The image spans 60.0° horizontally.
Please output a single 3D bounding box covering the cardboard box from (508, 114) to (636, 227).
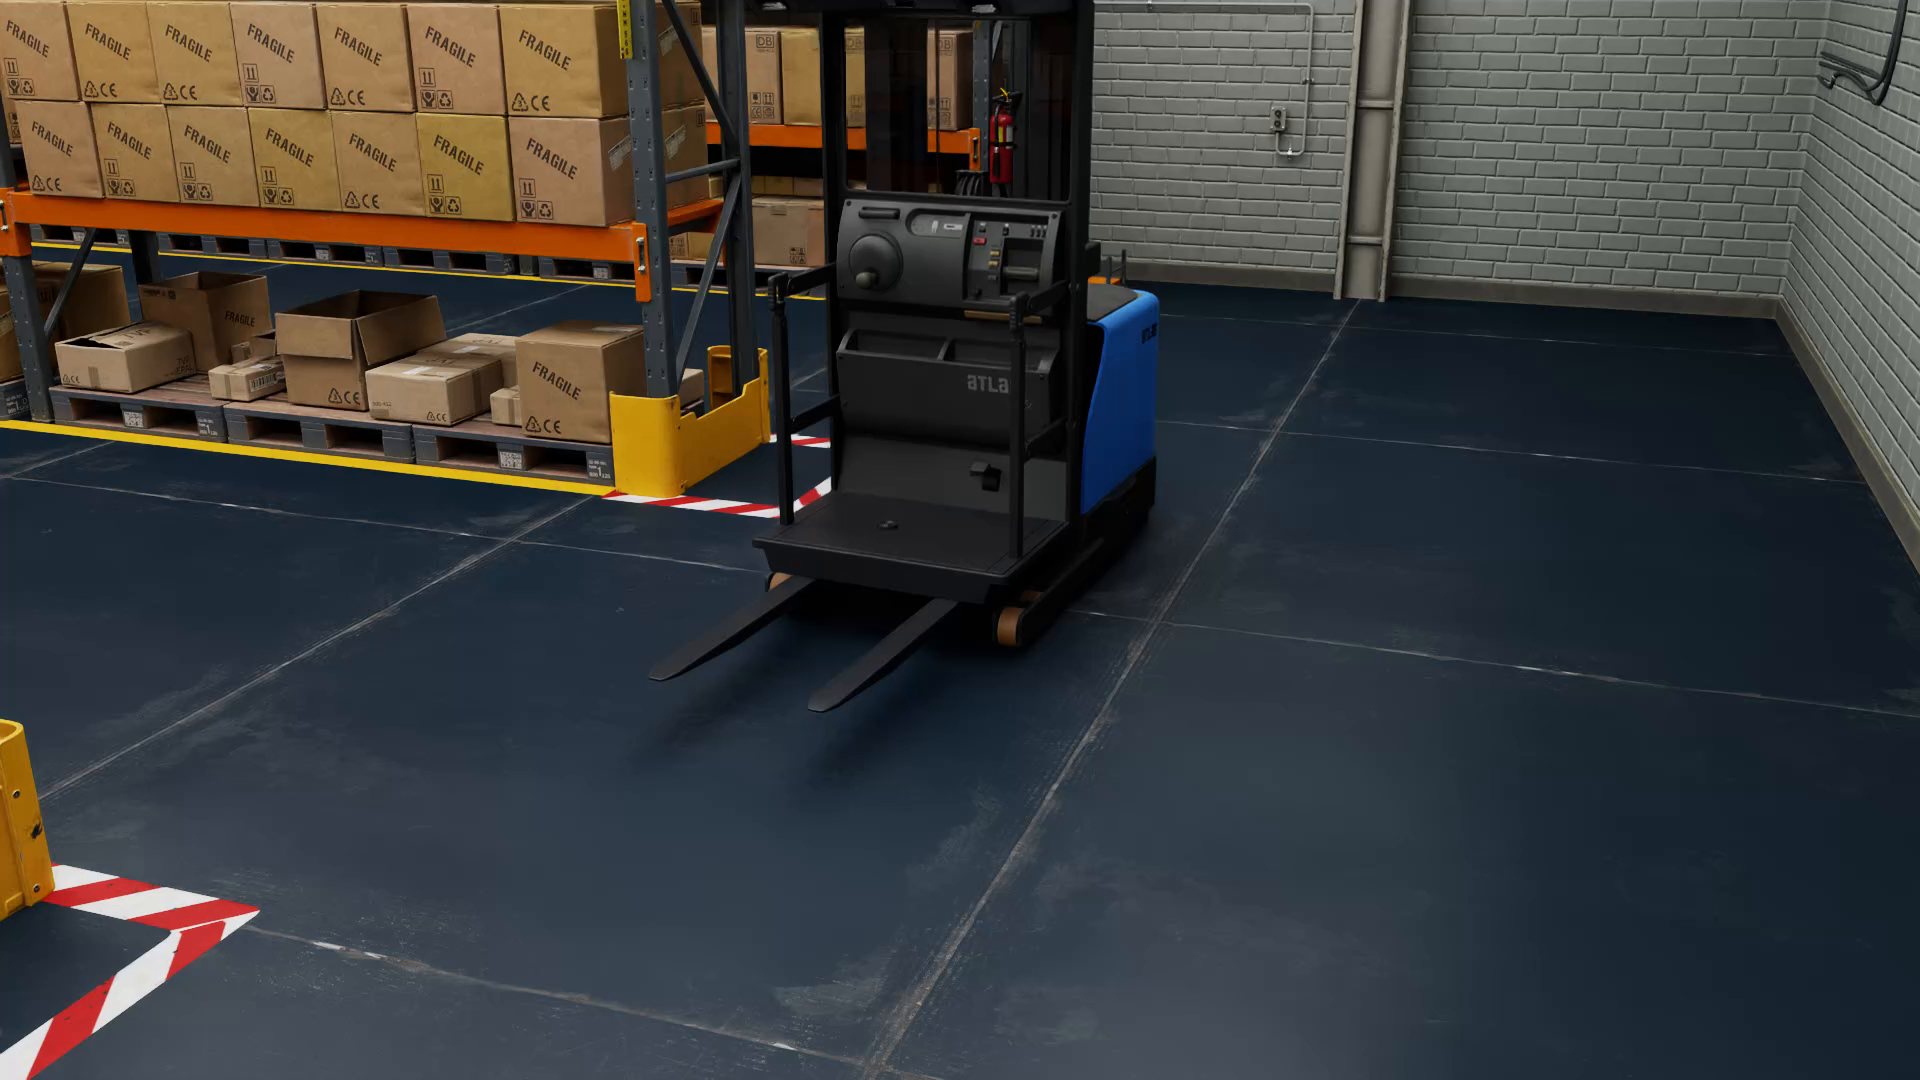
[{"bbox_3d":[-1.819,-1.818,8.083,0.500,0.500,0.500,7,20,20],"label":"cardboard box"}]

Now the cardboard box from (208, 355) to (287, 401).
[{"bbox_3d":[-3.939,-0.906,9.254,0.250,0.166,0.380,7,20,18],"label":"cardboard box"}]

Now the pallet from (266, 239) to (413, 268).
[{"bbox_3d":[-5.373,-2.654,14.870,1.213,0.211,1.003,7,20,18],"label":"pallet"}]

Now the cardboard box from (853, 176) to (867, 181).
[{"bbox_3d":[-0.673,-2.820,13.282,0.250,0.149,0.380,7,20,18],"label":"cardboard box"}]

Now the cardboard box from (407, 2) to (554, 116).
[{"bbox_3d":[-2.294,-2.343,8.070,0.500,0.500,0.500,7,20,20],"label":"cardboard box"}]

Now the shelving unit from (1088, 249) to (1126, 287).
[{"bbox_3d":[0.512,-0.811,8.080,0.503,1.200,0.258,8,21,22],"label":"shelving unit"}]

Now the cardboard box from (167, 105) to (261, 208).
[{"bbox_3d":[-3.736,-2.037,8.712,0.500,0.500,0.500,6,20,18],"label":"cardboard box"}]

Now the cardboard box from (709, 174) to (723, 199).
[{"bbox_3d":[-2.033,-2.841,13.344,0.250,0.149,0.380,6,20,17],"label":"cardboard box"}]

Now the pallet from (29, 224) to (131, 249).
[{"bbox_3d":[-7.979,-2.980,15.804,1.213,0.211,1.003,7,20,18],"label":"pallet"}]

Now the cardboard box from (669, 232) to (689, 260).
[{"bbox_3d":[-2.316,-2.630,13.723,0.500,0.500,0.700,6,20,18],"label":"cardboard box"}]

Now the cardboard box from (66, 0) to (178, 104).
[{"bbox_3d":[-4.244,-2.564,8.705,0.500,0.500,0.500,6,20,16],"label":"cardboard box"}]

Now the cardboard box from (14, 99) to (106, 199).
[{"bbox_3d":[-4.693,-2.147,9.025,0.500,0.500,0.500,7,20,19],"label":"cardboard box"}]

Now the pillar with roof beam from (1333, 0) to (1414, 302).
[{"bbox_3d":[1.737,-4.819,7.730,0.400,9.000,9.100,7,20,18],"label":"pillar with roof beam"}]

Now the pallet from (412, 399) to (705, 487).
[{"bbox_3d":[-2.131,-0.584,8.932,1.213,0.211,1.003,7,20,18],"label":"pallet"}]

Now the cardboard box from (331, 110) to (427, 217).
[{"bbox_3d":[-2.779,-1.929,8.400,0.500,0.500,0.500,7,20,18],"label":"cardboard box"}]

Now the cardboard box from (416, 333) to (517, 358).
[{"bbox_3d":[-2.671,-0.971,9.315,0.500,0.250,0.500,7,20,18],"label":"cardboard box"}]

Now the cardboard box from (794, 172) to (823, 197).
[{"bbox_3d":[-1.150,-2.874,13.438,0.250,0.149,0.380,7,20,19],"label":"cardboard box"}]

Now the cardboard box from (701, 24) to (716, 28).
[{"bbox_3d":[-2.268,-3.777,13.399,0.700,0.700,0.980,6,20,17],"label":"cardboard box"}]

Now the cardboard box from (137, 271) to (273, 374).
[{"bbox_3d":[-4.453,-1.293,9.858,0.500,0.500,0.500,7,20,18],"label":"cardboard box"}]

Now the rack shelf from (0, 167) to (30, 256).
[{"bbox_3d":[-6.974,-2.115,10.181,4.000,0.370,1.077,7,20,18],"label":"rack shelf"}]

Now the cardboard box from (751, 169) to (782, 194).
[{"bbox_3d":[-1.632,-2.929,13.596,0.250,0.149,0.380,6,20,17],"label":"cardboard box"}]

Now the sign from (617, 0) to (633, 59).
[{"bbox_3d":[-1.507,-2.333,7.472,0.005,0.325,0.100,7,20,18],"label":"sign"}]

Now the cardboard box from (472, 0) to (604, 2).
[{"bbox_3d":[-2.135,-2.510,8.550,0.500,0.500,0.500,7,20,19],"label":"cardboard box"}]

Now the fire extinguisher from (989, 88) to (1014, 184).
[{"bbox_3d":[0.307,-2.975,12.239,0.183,0.674,0.296,7,20,18],"label":"fire extinguisher"}]

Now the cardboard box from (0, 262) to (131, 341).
[{"bbox_3d":[-5.462,-1.395,10.149,0.500,0.500,0.500,6,20,16],"label":"cardboard box"}]

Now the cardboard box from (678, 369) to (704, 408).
[{"bbox_3d":[-1.589,-0.821,9.036,0.250,0.149,0.380,7,20,18],"label":"cardboard box"}]

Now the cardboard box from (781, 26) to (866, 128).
[{"bbox_3d":[-0.860,-3.616,12.938,0.700,0.700,0.980,6,20,18],"label":"cardboard box"}]

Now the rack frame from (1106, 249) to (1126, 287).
[{"bbox_3d":[0.735,-0.779,7.987,0.015,1.200,0.240,8,21,22],"label":"rack frame"}]

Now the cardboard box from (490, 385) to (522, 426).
[{"bbox_3d":[-2.254,-0.731,8.752,0.250,0.166,0.380,7,20,18],"label":"cardboard box"}]

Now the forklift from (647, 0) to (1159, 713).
[{"bbox_3d":[-0.136,-1.124,6.349,1.130,2.935,3.031,8,21,22],"label":"forklift"}]

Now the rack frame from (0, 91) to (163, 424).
[{"bbox_3d":[-5.085,-2.239,9.443,0.127,3.000,1.000,7,20,18],"label":"rack frame"}]

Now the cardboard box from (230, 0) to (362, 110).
[{"bbox_3d":[-3.271,-2.453,8.386,0.500,0.500,0.500,7,20,20],"label":"cardboard box"}]

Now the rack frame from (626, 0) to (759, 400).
[{"bbox_3d":[-1.306,-1.807,8.203,0.127,3.000,1.000,7,20,18],"label":"rack frame"}]

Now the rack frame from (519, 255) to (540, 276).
[{"bbox_3d":[-3.463,-3.780,13.862,0.127,3.000,1.000,7,20,18],"label":"rack frame"}]

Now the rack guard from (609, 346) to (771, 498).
[{"bbox_3d":[-1.378,-0.635,8.638,0.348,0.500,1.175,7,20,18],"label":"rack guard"}]

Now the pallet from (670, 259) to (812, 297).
[{"bbox_3d":[-1.614,-2.225,13.639,1.213,0.211,1.003,7,20,18],"label":"pallet"}]

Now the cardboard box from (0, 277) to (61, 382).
[{"bbox_3d":[-5.645,-1.231,9.679,0.500,0.500,0.500,6,20,18],"label":"cardboard box"}]

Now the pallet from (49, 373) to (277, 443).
[{"bbox_3d":[-4.436,-0.848,9.688,1.213,0.211,1.003,7,20,18],"label":"pallet"}]

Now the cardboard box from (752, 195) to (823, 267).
[{"bbox_3d":[-1.326,-2.518,13.403,0.500,0.500,0.700,6,20,16],"label":"cardboard box"}]

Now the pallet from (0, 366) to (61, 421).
[{"bbox_3d":[-5.865,-0.998,10.120,1.213,0.211,1.003,7,20,18],"label":"pallet"}]

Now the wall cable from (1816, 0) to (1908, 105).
[{"bbox_3d":[5.541,-3.992,10.075,0.112,2.526,3.097,7,20,18],"label":"wall cable"}]

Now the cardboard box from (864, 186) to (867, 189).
[{"bbox_3d":[-0.559,-2.674,12.863,0.250,0.149,0.380,6,20,17],"label":"cardboard box"}]

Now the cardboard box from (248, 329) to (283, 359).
[{"bbox_3d":[-3.745,-1.123,9.657,0.500,0.311,0.500,7,20,18],"label":"cardboard box"}]
